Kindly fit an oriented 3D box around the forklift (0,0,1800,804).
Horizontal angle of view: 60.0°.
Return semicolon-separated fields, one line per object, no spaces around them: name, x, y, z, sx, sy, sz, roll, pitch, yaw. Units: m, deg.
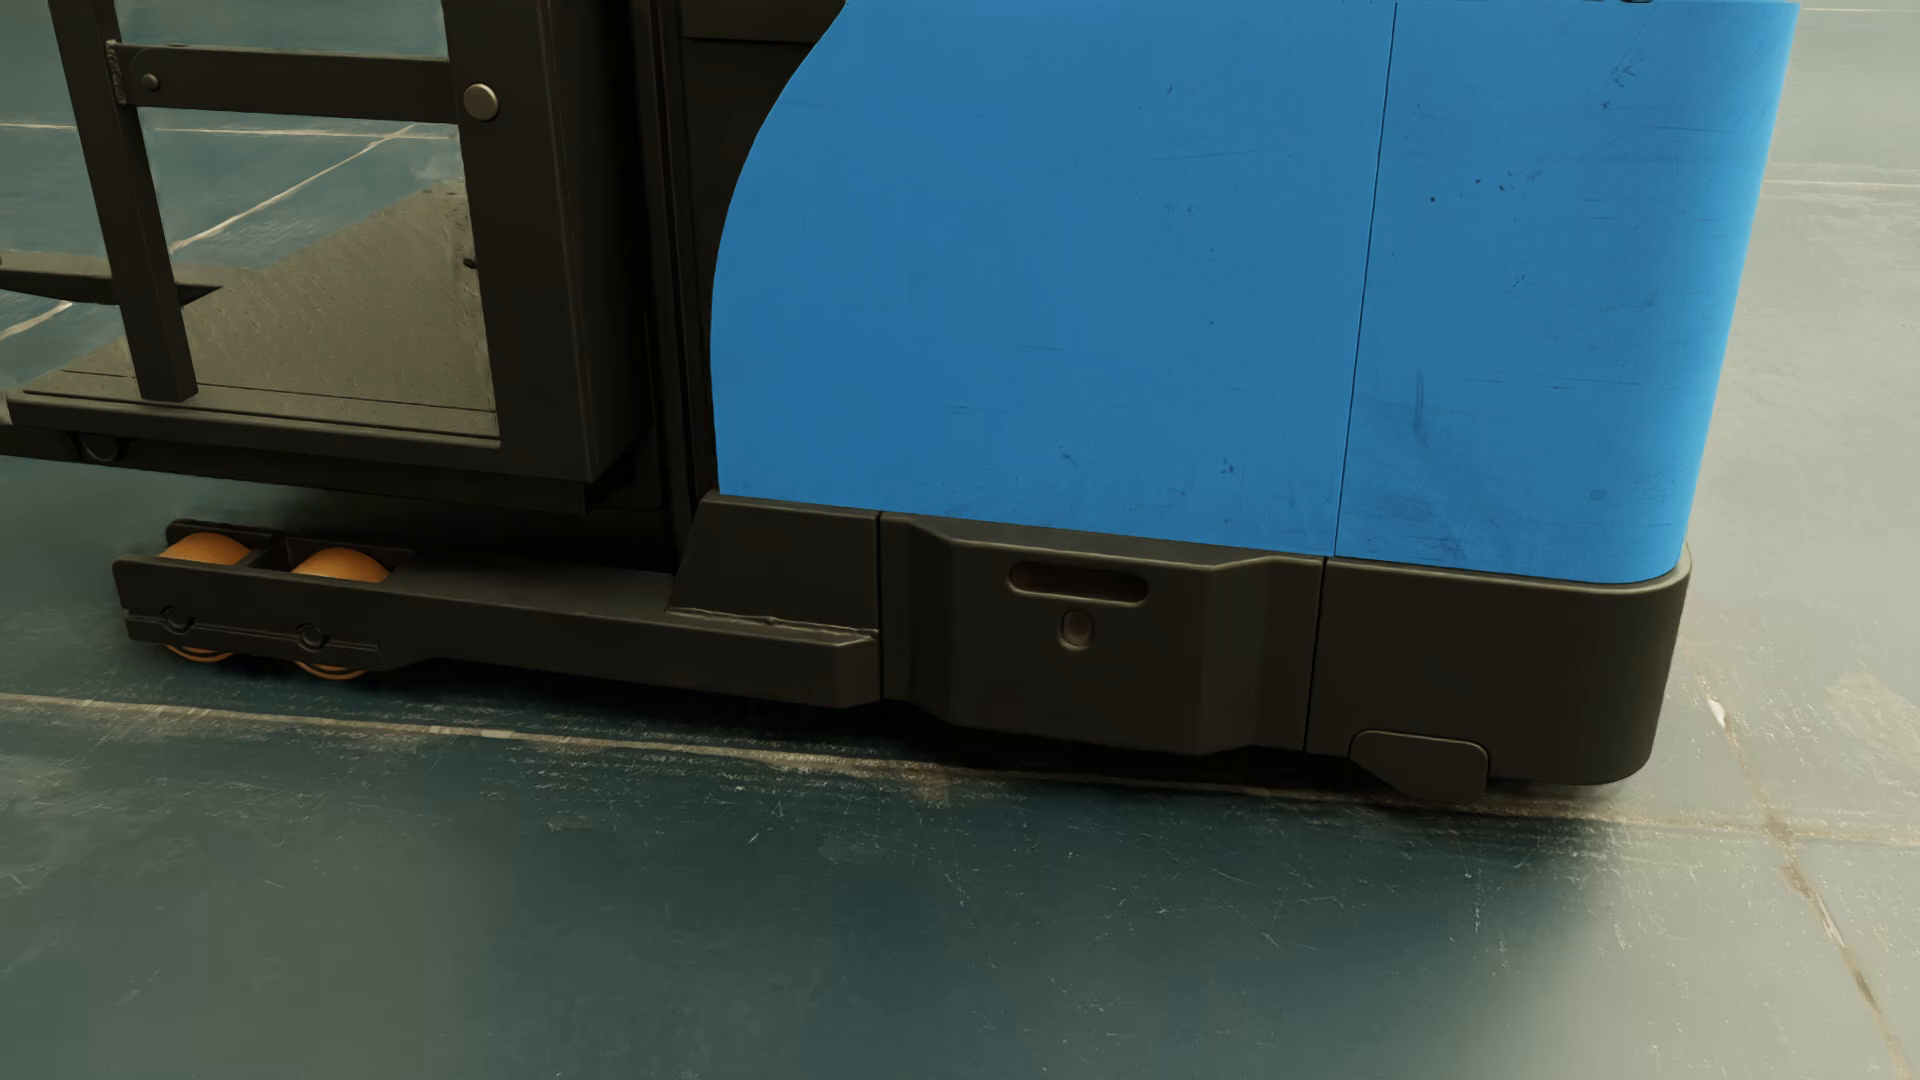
forklift;-0.600;-1.353;1.930;3.031;2.935;1.130;6;27;12
